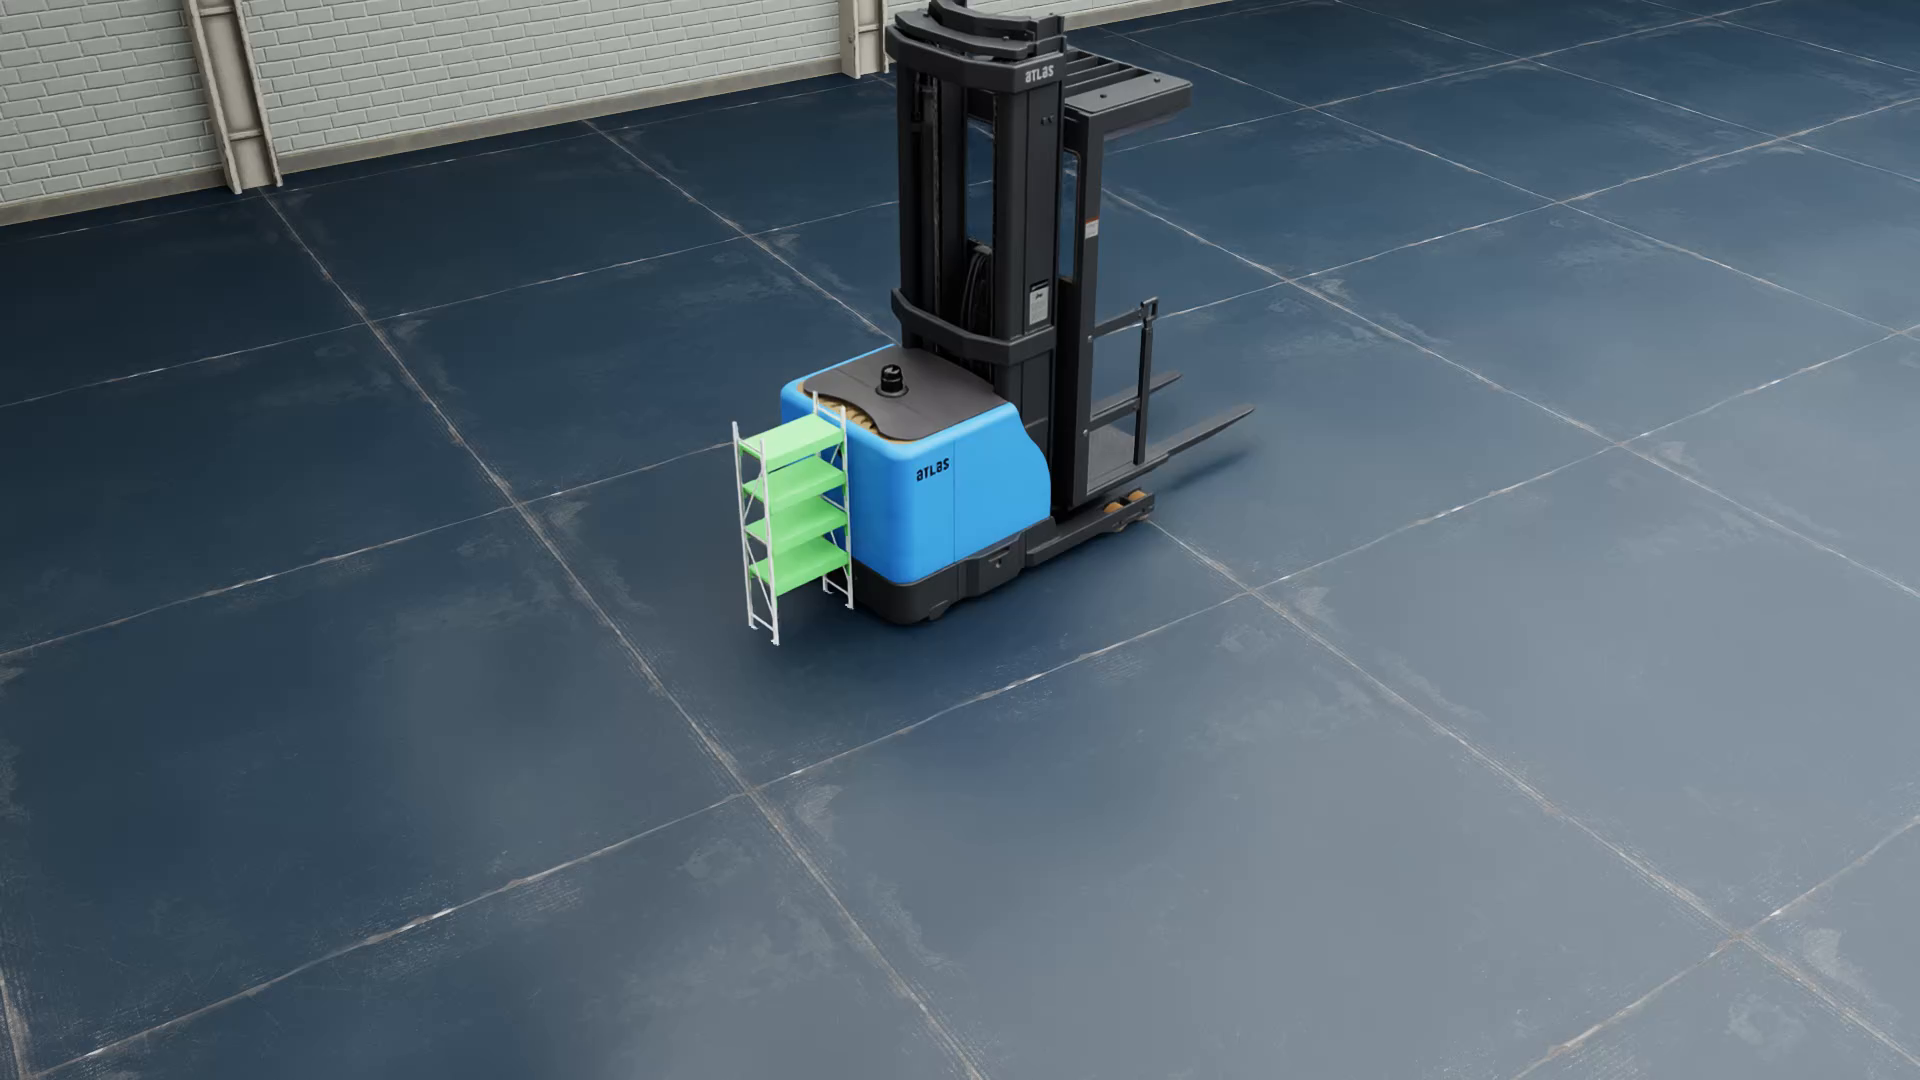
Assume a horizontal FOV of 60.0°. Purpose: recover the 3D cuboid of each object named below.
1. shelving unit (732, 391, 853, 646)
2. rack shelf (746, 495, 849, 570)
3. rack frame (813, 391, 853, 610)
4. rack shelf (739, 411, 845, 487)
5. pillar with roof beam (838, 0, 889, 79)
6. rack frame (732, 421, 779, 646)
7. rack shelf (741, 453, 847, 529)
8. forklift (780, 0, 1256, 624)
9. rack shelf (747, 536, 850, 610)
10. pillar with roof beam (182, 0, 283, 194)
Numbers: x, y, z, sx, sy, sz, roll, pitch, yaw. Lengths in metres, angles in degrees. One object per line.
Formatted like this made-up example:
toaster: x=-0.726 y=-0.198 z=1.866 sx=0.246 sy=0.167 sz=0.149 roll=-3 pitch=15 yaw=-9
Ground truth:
shelving unit: x=-0.832 y=-0.102 z=8.408 sx=0.503 sy=1.200 sz=0.258 roll=-26 pitch=40 yaw=-34
rack shelf: x=-0.832 y=-0.048 z=8.443 sx=0.480 sy=0.148 sz=0.258 roll=-26 pitch=40 yaw=-34
rack frame: x=-0.650 y=-0.189 z=8.546 sx=0.015 sy=1.200 sz=0.240 roll=-26 pitch=40 yaw=-34
rack shelf: x=-0.832 y=-0.454 z=8.186 sx=0.480 sy=0.148 sz=0.258 roll=-26 pitch=40 yaw=-34
pillar with roof beam: x=1.365 y=-6.642 z=11.466 sx=0.400 sy=9.000 sz=9.100 roll=-19 pitch=37 yaw=-27
rack frame: x=-1.013 y=-0.015 z=8.271 sx=0.015 sy=1.200 sz=0.240 roll=-26 pitch=40 yaw=-34
rack shelf: x=-0.832 y=-0.251 z=8.315 sx=0.480 sy=0.148 sz=0.258 roll=-26 pitch=40 yaw=-34
forklift: x=0.482 y=-1.470 z=8.955 sx=3.031 sy=2.935 sz=1.130 roll=-26 pitch=40 yaw=-34
rack shelf: x=-0.832 y=0.155 z=8.571 sx=0.480 sy=0.148 sz=0.258 roll=-26 pitch=40 yaw=-34
pillar with roof beam: x=-3.678 y=-4.908 z=8.717 sx=0.400 sy=9.000 sz=9.100 roll=-19 pitch=37 yaw=-27
